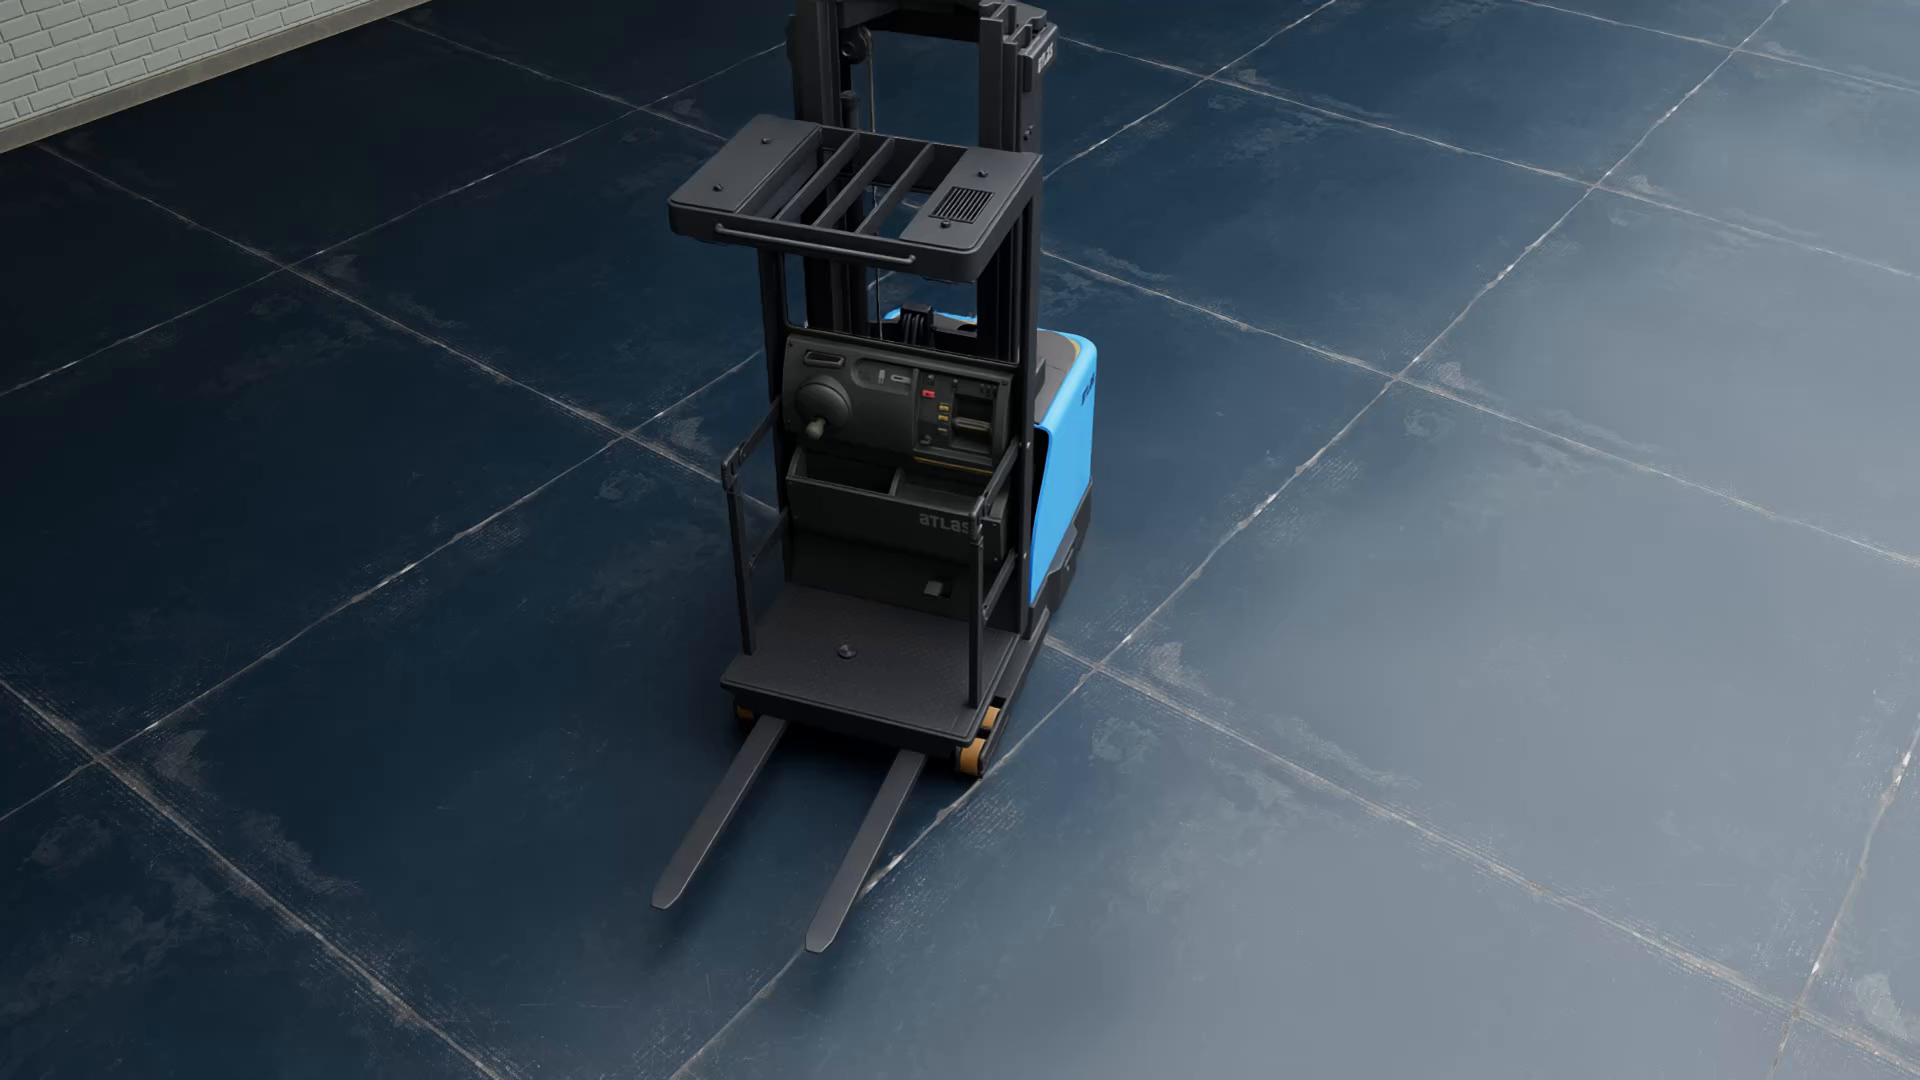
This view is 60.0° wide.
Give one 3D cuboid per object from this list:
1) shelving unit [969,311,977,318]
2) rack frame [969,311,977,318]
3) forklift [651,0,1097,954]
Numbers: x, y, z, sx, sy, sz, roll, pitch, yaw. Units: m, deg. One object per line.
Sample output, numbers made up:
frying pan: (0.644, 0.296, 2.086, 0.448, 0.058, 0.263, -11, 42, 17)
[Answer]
shelving unit: (0.195, -0.682, 8.130, 0.252, 1.050, 0.215, 12, 40, 15)
rack frame: (0.079, -0.707, 8.161, 0.008, 1.050, 0.200, 12, 40, 15)
forklift: (-0.322, -0.464, 6.326, 1.130, 2.935, 3.031, 12, 40, 15)
